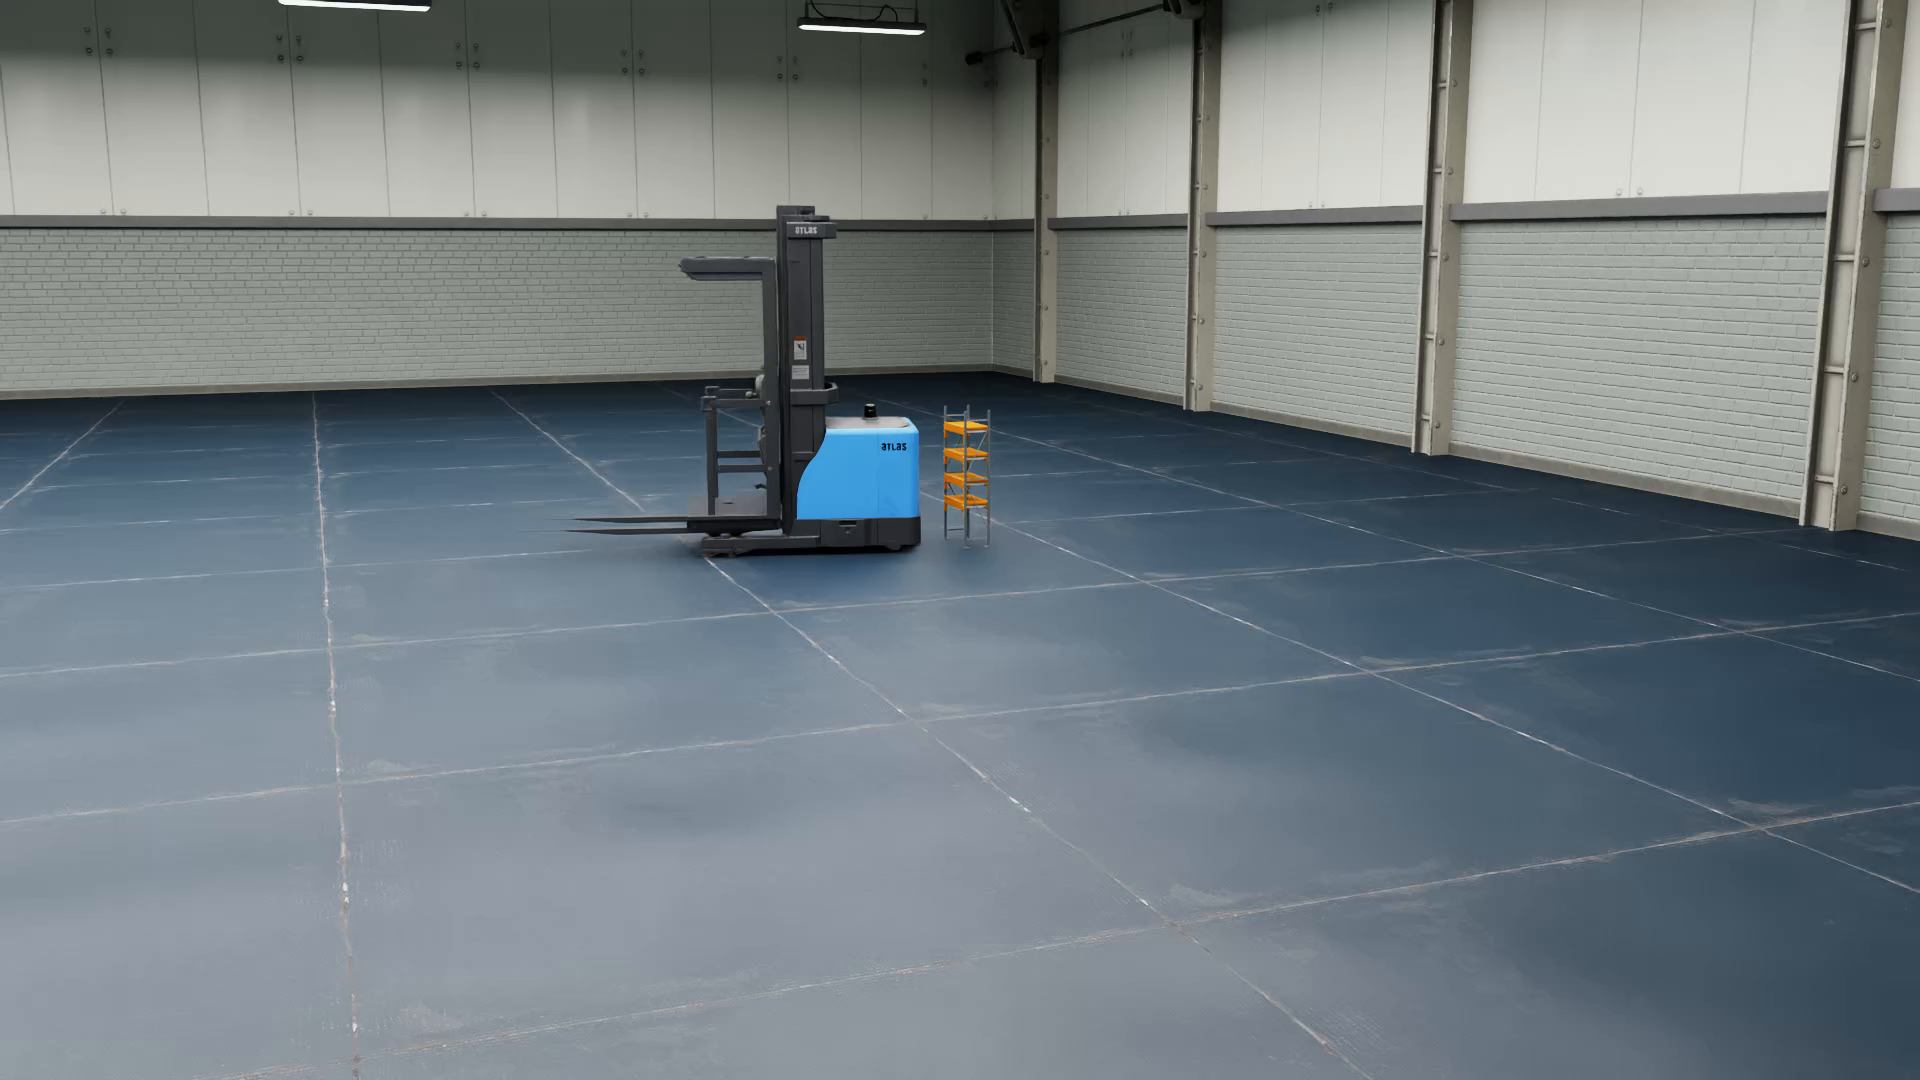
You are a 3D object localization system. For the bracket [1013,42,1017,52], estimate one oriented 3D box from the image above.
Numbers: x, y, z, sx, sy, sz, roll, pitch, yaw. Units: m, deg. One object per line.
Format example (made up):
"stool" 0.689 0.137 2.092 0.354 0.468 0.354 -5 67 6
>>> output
"bracket" 1.149 -9.310 31.286 0.235 0.232 0.430 -4 11 -21

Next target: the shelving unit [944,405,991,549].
"shelving unit" 0.060 -0.564 14.663 0.258 1.200 0.503 -4 11 -21

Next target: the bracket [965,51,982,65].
"bracket" 0.291 -9.697 33.461 0.235 0.232 0.430 -4 11 -21

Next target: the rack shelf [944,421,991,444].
"rack shelf" 0.060 -0.951 14.594 0.258 0.148 0.480 -4 11 -21

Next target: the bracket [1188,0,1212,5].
"bracket" 3.624 -8.195 25.019 0.235 0.232 0.430 -4 11 -21

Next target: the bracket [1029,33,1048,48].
"bracket" 1.450 -9.175 30.525 0.235 0.232 0.430 -4 11 -21

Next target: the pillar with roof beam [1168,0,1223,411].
"pillar with roof beam" -0.208 -6.240 24.306 9.100 9.000 0.548 -4 11 -21

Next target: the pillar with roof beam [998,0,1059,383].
"pillar with roof beam" -2.382 -7.219 29.811 9.100 9.000 0.548 -4 11 -21

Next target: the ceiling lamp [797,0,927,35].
"ceiling lamp" -1.592 -9.421 25.521 2.000 3.185 0.800 -4 11 -21

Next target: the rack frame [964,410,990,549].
"rack frame" 0.148 -0.524 14.439 0.240 1.200 0.015 -4 11 -21

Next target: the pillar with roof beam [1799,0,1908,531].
"pillar with roof beam" 4.141 -4.281 13.294 9.100 9.000 0.400 -4 11 -21

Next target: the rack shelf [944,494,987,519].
"rack shelf" 0.060 -0.302 14.710 0.258 0.148 0.480 -4 11 -21

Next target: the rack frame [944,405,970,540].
"rack frame" -0.028 -0.604 14.887 0.240 1.200 0.015 -4 11 -21

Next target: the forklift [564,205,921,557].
"forklift" -1.893 -1.393 14.385 3.031 2.935 1.130 -1 10 -6

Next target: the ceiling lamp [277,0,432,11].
"ceiling lamp" -8.434 -8.955 22.902 2.000 3.185 0.800 -4 11 -21

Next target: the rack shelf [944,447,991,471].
"rack shelf" 0.060 -0.718 14.636 0.258 0.148 0.480 -4 11 -21

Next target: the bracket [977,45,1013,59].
"bracket" 0.505 -9.601 32.919 0.076 0.066 3.189 -4 11 -21

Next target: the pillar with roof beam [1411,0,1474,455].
"pillar with roof beam" 1.967 -5.261 18.800 9.100 9.000 0.400 -4 11 -21

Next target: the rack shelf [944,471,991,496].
"rack shelf" 0.060 -0.497 14.675 0.258 0.148 0.480 -4 11 -21

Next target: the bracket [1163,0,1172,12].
"bracket" 3.324 -8.331 25.781 0.235 0.232 0.430 -4 11 -21

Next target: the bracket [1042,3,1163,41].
"bracket" 2.384 -8.754 28.160 0.076 0.066 4.783 -4 11 -21
